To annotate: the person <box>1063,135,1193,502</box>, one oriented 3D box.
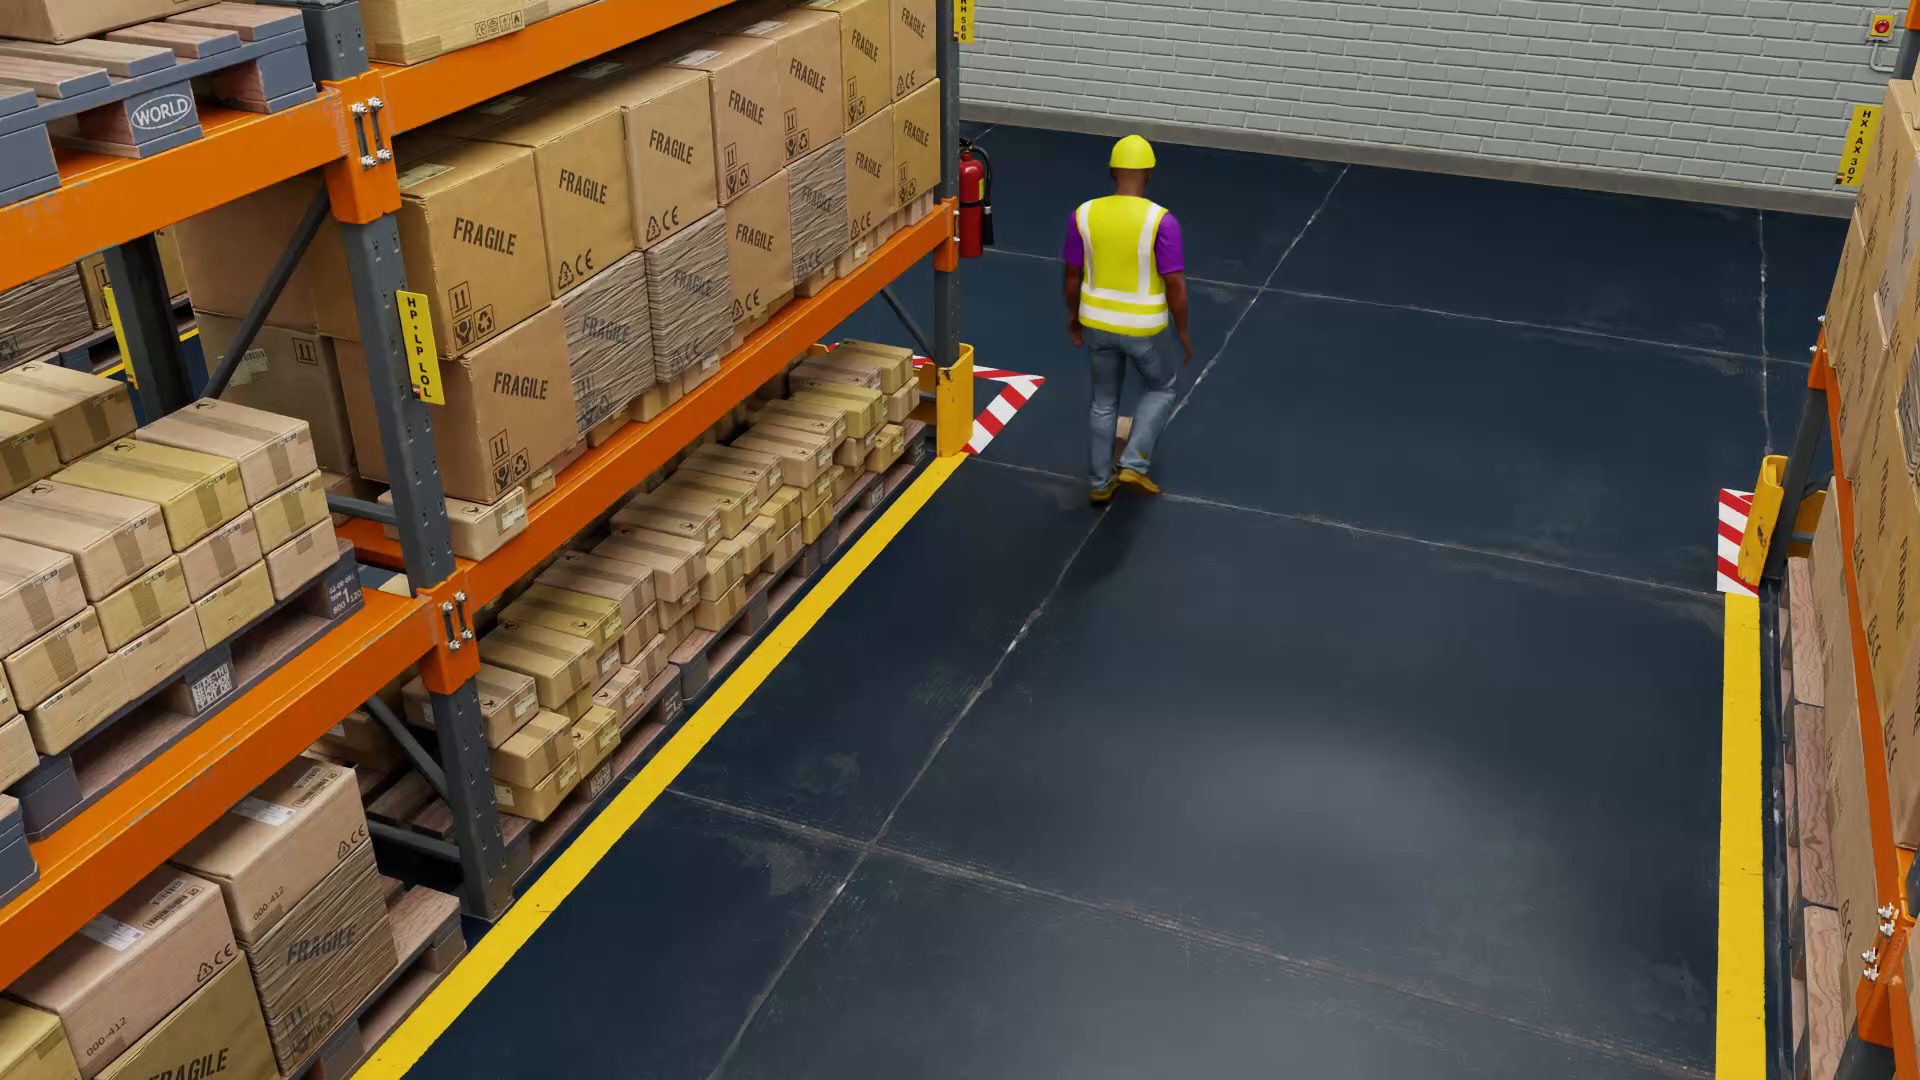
[{"bbox_3d":[0.797,-1.020,7.851,0.652,1.753,0.449,14,32,23],"label":"person"}]
